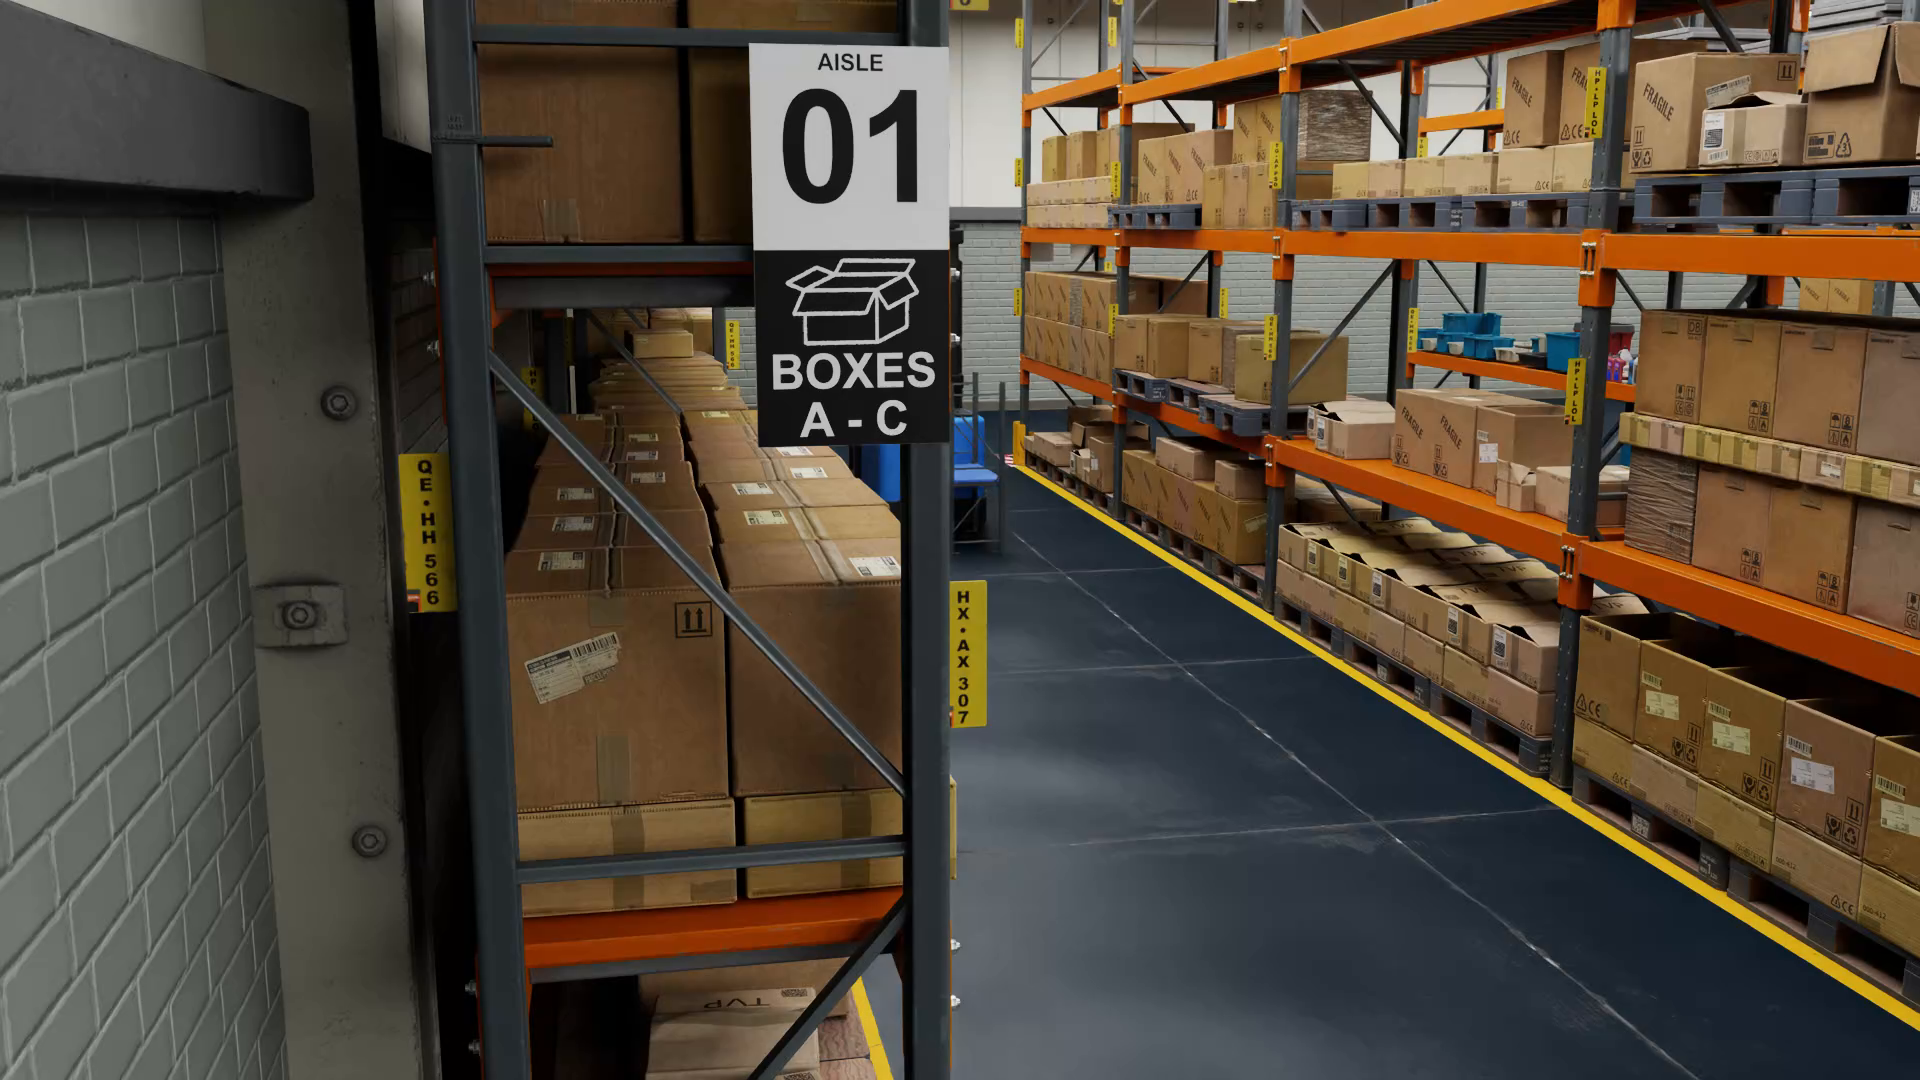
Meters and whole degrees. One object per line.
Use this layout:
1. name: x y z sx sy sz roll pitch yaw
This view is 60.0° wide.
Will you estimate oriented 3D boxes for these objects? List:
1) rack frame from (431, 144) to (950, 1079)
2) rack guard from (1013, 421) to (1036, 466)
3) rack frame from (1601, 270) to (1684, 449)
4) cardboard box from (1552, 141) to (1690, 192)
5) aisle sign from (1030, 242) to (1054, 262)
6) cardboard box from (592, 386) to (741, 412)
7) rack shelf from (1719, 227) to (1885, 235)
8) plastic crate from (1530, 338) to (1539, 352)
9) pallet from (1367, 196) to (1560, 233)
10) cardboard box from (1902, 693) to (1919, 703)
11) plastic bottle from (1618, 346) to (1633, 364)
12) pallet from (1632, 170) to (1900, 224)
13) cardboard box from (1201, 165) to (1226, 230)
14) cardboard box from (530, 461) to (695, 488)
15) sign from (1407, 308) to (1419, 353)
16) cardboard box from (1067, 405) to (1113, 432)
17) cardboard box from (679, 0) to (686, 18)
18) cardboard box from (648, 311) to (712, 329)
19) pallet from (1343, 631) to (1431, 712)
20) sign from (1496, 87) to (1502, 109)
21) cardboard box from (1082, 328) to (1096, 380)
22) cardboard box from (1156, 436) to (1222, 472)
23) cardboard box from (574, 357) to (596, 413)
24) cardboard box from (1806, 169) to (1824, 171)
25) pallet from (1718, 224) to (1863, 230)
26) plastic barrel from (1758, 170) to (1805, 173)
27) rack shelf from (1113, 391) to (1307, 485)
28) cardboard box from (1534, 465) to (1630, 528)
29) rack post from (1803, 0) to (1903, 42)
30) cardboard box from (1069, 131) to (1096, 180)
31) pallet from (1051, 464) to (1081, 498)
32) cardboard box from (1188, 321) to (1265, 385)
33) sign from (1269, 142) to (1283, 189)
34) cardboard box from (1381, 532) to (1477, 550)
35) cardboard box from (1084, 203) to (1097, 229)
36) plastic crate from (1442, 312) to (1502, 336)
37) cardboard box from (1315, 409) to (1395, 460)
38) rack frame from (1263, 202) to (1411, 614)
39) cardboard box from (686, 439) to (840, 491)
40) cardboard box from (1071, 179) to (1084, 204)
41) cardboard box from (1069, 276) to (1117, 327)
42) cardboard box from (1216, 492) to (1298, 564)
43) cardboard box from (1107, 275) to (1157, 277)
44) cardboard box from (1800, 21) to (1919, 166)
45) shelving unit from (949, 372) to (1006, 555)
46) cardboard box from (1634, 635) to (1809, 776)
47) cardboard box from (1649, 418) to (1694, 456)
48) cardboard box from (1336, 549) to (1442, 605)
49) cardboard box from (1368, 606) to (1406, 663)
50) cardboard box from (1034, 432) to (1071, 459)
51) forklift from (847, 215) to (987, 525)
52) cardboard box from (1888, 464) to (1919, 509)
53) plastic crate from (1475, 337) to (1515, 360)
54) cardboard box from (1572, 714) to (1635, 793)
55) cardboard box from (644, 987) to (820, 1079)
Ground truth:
1. rack frame: -0.523 0.694 3.582 1.000 3.000 0.127 -2 11 -11
2. rack guard: 1.238 -1.180 20.110 1.175 0.500 0.348 -2 11 -11
3. rack frame: 6.861 -1.867 17.038 1.000 3.000 0.127 -2 11 -11
4. cardboard box: 3.447 -1.940 8.677 0.500 0.250 0.500 -1 11 -5
5. aisle sign: 0.922 -3.700 19.717 0.394 0.787 0.004 -2 11 -11
6. cardboard box: -1.468 -0.502 8.423 0.700 0.500 0.500 -1 11 -5
7. rack shelf: 7.250 -2.621 14.898 1.077 0.370 4.000 -2 11 -11
8. plastic crate: 6.734 -2.181 18.973 0.416 0.233 0.300 -2 11 -11
9. pallet: 3.219 -2.009 10.264 1.003 0.211 1.213 -2 11 -8
10. cardboard box: 4.160 0.907 6.685 0.500 0.500 0.500 -2 11 -11
11. plastic bottle: 6.619 -1.759 16.603 0.144 0.351 0.185 -2 11 -11
12. pallet: 3.748 -1.495 7.298 1.003 0.211 1.213 -2 11 -11
13. cardboard box: 2.461 -2.745 13.358 0.910 0.500 0.500 -2 11 -11
14. cardboard box: -1.114 0.031 5.407 0.500 0.500 0.500 -2 11 -10
15. sign: 3.323 -1.544 12.242 0.100 0.325 0.005 -2 11 -11
16. cardboard box: 1.570 -1.319 19.666 0.500 0.500 0.500 -2 11 -11
17. cardboard box: -0.360 -1.409 3.615 0.500 0.500 0.500 -3 11 -15
18. cardboard box: -2.020 -1.538 12.186 0.500 0.250 0.500 -2 11 -12
19. pallet: 3.135 0.791 10.528 1.003 0.211 1.213 -2 11 -11
20. sign: 6.619 -5.413 20.483 0.100 0.325 0.005 -2 11 -11
21. cardboard box: 1.551 -1.914 17.015 0.500 0.500 0.500 -2 11 -9
22. cardboard box: 2.051 -0.763 14.742 0.500 0.250 0.500 -2 11 -11
23. cardboard box: -2.430 -1.056 11.657 0.500 0.500 0.500 -2 11 -11
24. cardboard box: 11.095 -4.466 21.010 0.700 0.500 0.500 -3 11 -14
25. pallet: 7.332 -2.900 14.947 1.003 0.211 1.213 -2 11 -11
26. plastic barrel: 7.146 -3.200 14.531 0.433 0.535 0.433 0 11 0
27. rack shelf: 2.390 -0.968 14.236 1.077 0.370 4.000 -2 11 -11
28. cardboard box: 3.418 -0.236 8.867 0.500 0.250 0.500 -1 11 -7
29. rack post: 7.457 -4.175 13.320 0.954 0.300 0.937 -2 11 -11
30. cardboard box: 1.561 -4.064 17.616 0.700 0.500 0.500 -2 11 -11
31. pallet: 1.628 -0.668 18.196 1.003 0.211 1.213 -2 11 -11
32. cardboard box: 2.405 -1.621 14.356 0.700 0.500 0.500 -5 12 -25
33. sign: 2.246 -2.662 11.811 0.100 0.325 0.005 -2 11 -11
34. cardboard box: 3.230 0.097 11.449 0.500 0.311 0.500 -2 11 -12
35. cardboard box: 1.559 -3.259 16.731 0.500 0.250 0.500 -2 11 -11
36. plastic crate: 6.331 -2.593 20.597 0.616 0.435 0.499 -2 11 -11
37. cardboard box: 2.763 -0.739 11.351 0.500 0.311 0.500 -2 11 -12
38. rack frame: 2.779 -0.954 12.241 1.000 3.000 0.127 -2 11 -11
39. cardboard box: -0.716 -0.085 6.015 0.500 0.500 0.500 -2 11 -13
40. cardboard box: 1.451 -3.596 17.164 0.500 0.250 0.500 -2 11 -11
41. cardboard box: 1.449 -2.498 17.409 0.500 0.500 0.500 -2 11 -11
42. cardboard box: 2.367 -0.105 13.290 0.500 0.500 0.500 -2 11 -9
43. cardboard box: 1.884 -2.608 17.990 0.500 0.500 0.500 -2 11 -9
44. cardboard box: 3.754 -1.713 6.433 0.797 0.503 0.637 -1 11 -5
45. shelving unit: 0.033 -0.714 14.988 0.538 1.500 1.048 -2 11 -13
46. cardboard box: 3.445 0.743 7.547 0.500 0.500 0.500 -2 11 -11
47. cardboard box: 3.468 -0.486 7.779 0.380 0.149 0.250 -2 11 -10
48. cardboard box: 2.800 0.211 10.849 0.500 0.311 0.500 -2 11 -13
49. cardboard box: 2.898 0.578 10.420 0.500 0.250 0.500 -2 11 -10
50. cardboard box: 1.148 -1.085 19.106 0.500 0.250 0.500 -2 11 -11
51. forklift: -0.575 -1.782 16.774 1.130 2.935 3.031 -2 11 -13
52. cardboard box: 3.770 -0.202 6.288 0.380 0.149 0.250 -2 11 -12
53. plastic crate: 6.122 -2.194 19.044 0.416 0.233 0.300 -2 11 -11
54. cardboard box: 3.350 1.020 8.100 0.500 0.250 0.500 -2 11 -11
55. cardboard box: -0.681 1.564 5.026 0.500 0.311 0.500 -1 11 -6
